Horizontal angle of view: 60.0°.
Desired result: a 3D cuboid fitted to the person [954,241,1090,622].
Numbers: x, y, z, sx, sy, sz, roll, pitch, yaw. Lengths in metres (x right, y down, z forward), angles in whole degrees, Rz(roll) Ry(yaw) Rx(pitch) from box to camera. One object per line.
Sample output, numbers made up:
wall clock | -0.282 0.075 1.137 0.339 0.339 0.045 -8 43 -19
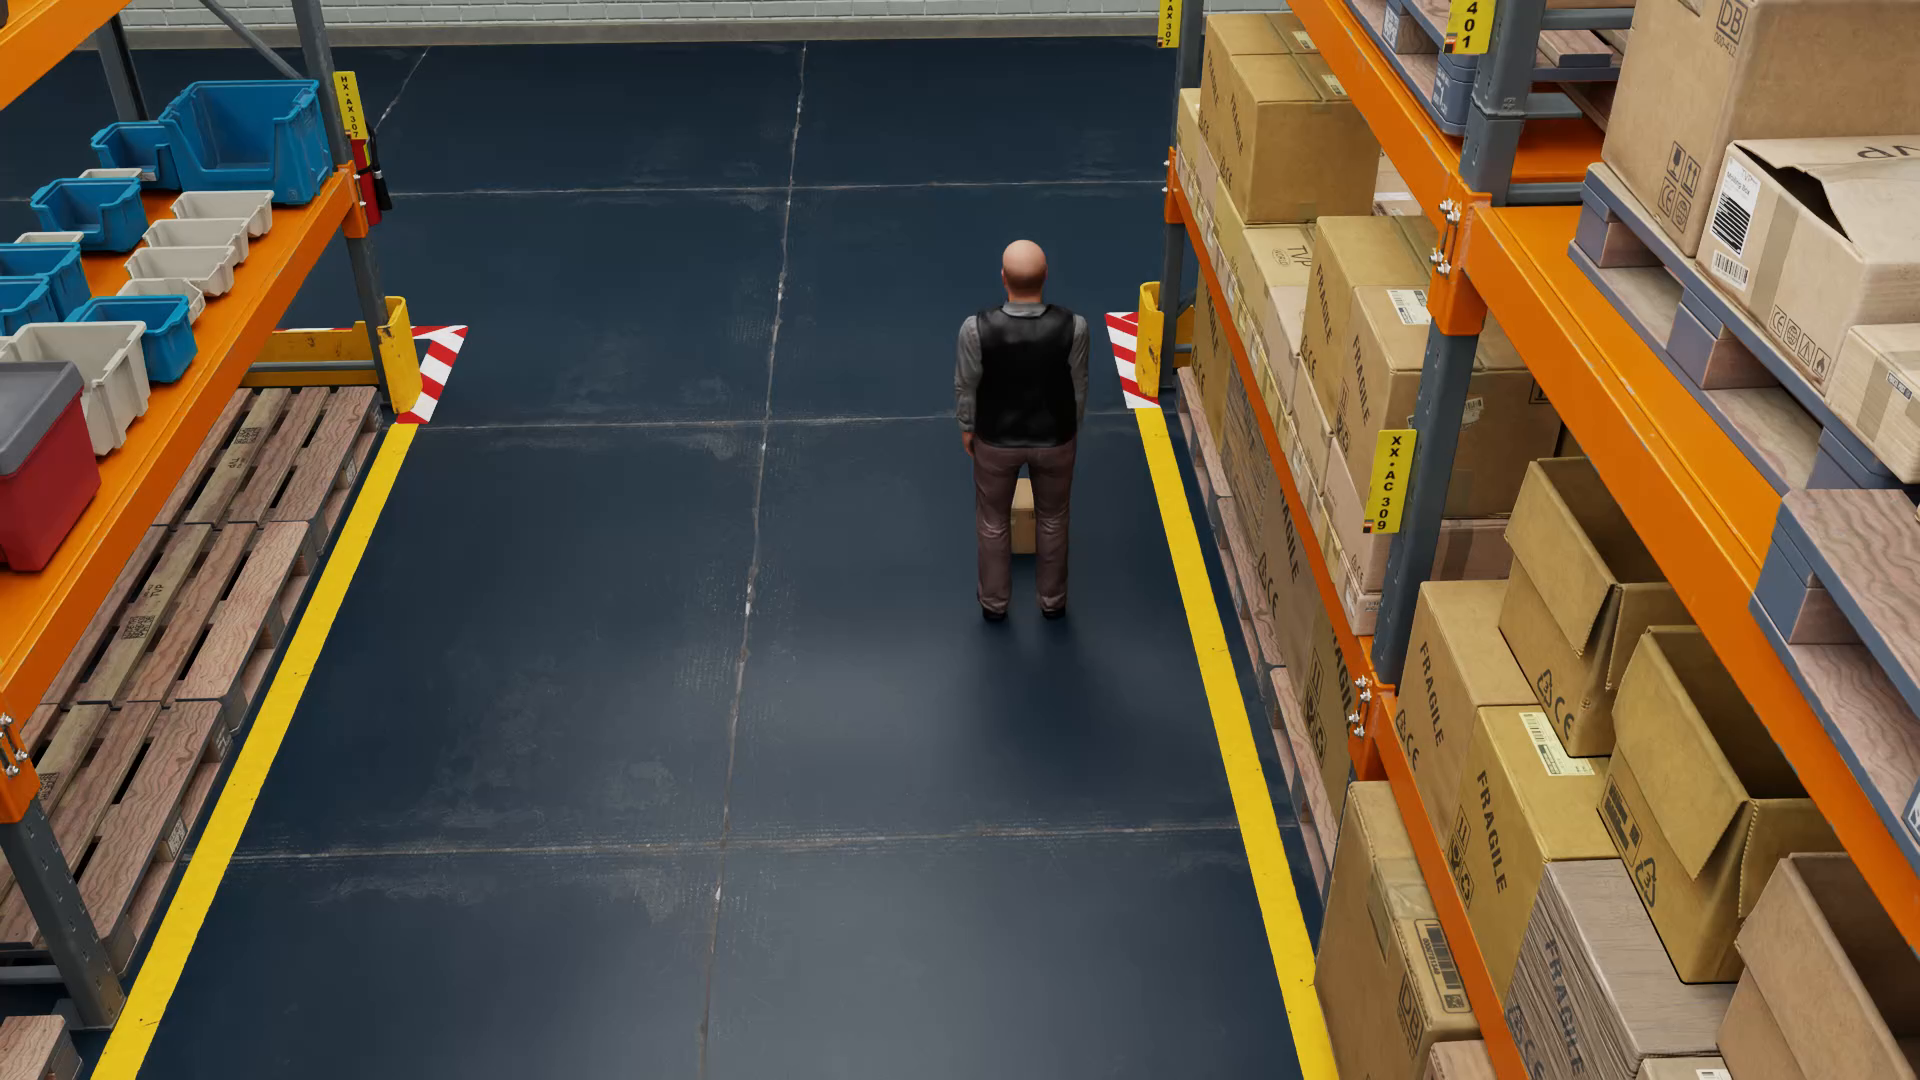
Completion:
person | 0.244 -0.376 6.812 0.533 1.600 0.357 -1 35 -1
